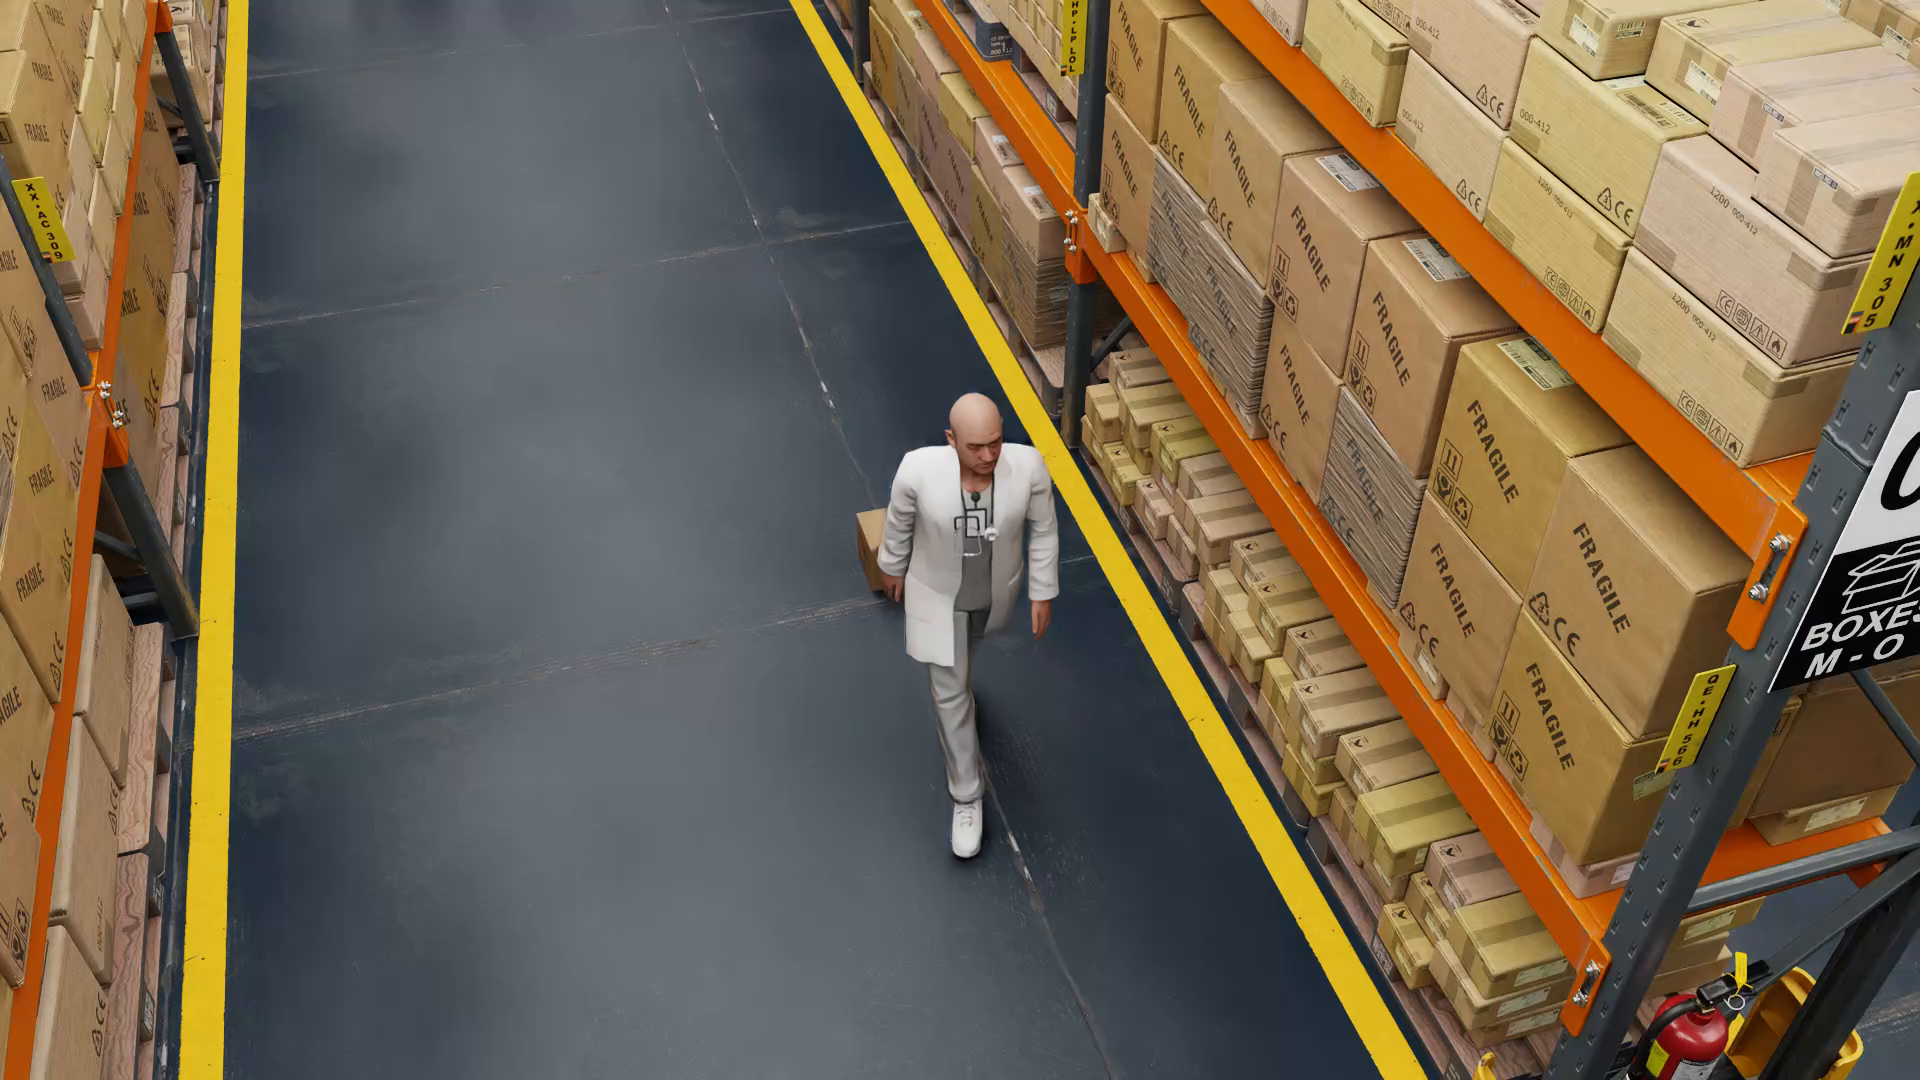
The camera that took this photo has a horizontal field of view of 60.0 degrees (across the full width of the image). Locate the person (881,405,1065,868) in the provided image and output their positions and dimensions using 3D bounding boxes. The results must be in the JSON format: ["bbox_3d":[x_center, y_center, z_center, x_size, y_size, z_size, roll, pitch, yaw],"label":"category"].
[{"bbox_3d":[0.061,0.213,5.931,0.610,1.712,1.133,-11,43,-12],"label":"person"}]
